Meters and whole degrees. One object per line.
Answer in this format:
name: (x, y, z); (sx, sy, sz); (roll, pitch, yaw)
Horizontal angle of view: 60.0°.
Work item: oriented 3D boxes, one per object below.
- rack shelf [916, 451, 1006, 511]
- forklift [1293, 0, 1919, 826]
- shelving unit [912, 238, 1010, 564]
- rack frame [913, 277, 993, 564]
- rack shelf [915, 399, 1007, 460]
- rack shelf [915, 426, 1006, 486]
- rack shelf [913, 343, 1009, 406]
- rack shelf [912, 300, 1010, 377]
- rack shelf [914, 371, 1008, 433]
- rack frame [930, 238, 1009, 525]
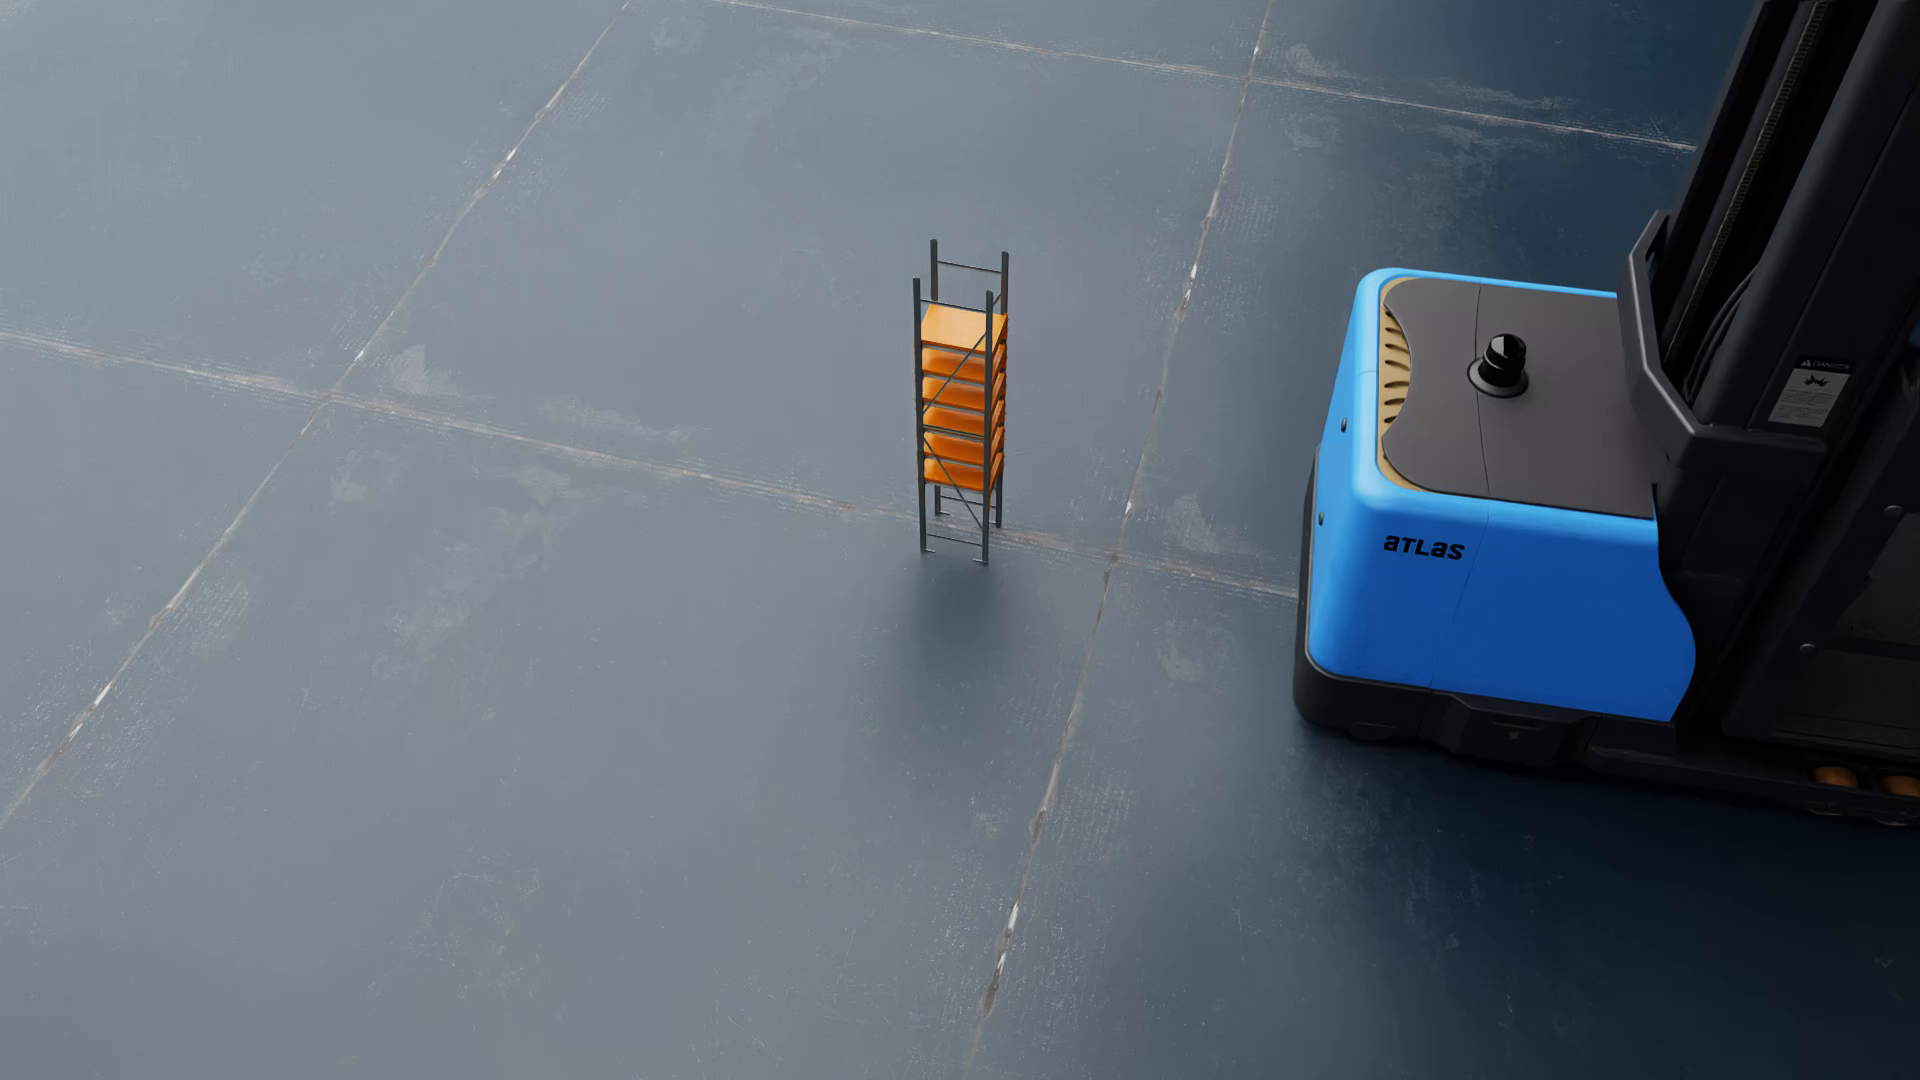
rack shelf: (0.004, -0.219, 5.523); (0.258, 0.103, 0.180); (12, 50, 10)
forklift: (2.612, -0.547, 4.278); (3.031, 2.935, 1.130); (8, 49, 7)
shelving unit: (0.004, -0.407, 5.309); (0.258, 1.200, 0.189); (12, 50, 10)
rack frame: (-0.020, -0.341, 5.251); (0.240, 1.200, 0.006); (12, 50, 10)
rack shelf: (0.004, -0.378, 5.343); (0.258, 0.103, 0.180); (12, 50, 10)
rack shelf: (0.004, -0.299, 5.433); (0.258, 0.103, 0.180); (12, 50, 10)
rack shelf: (0.004, -0.537, 5.163); (0.258, 0.103, 0.180); (12, 50, 10)
rack shelf: (0.004, -0.616, 5.073); (0.258, 0.103, 0.180); (12, 50, 10)
rack shelf: (0.004, -0.458, 5.253); (0.258, 0.103, 0.180); (12, 50, 10)
rack frame: (0.028, -0.474, 5.368); (0.240, 1.200, 0.006); (12, 50, 10)
